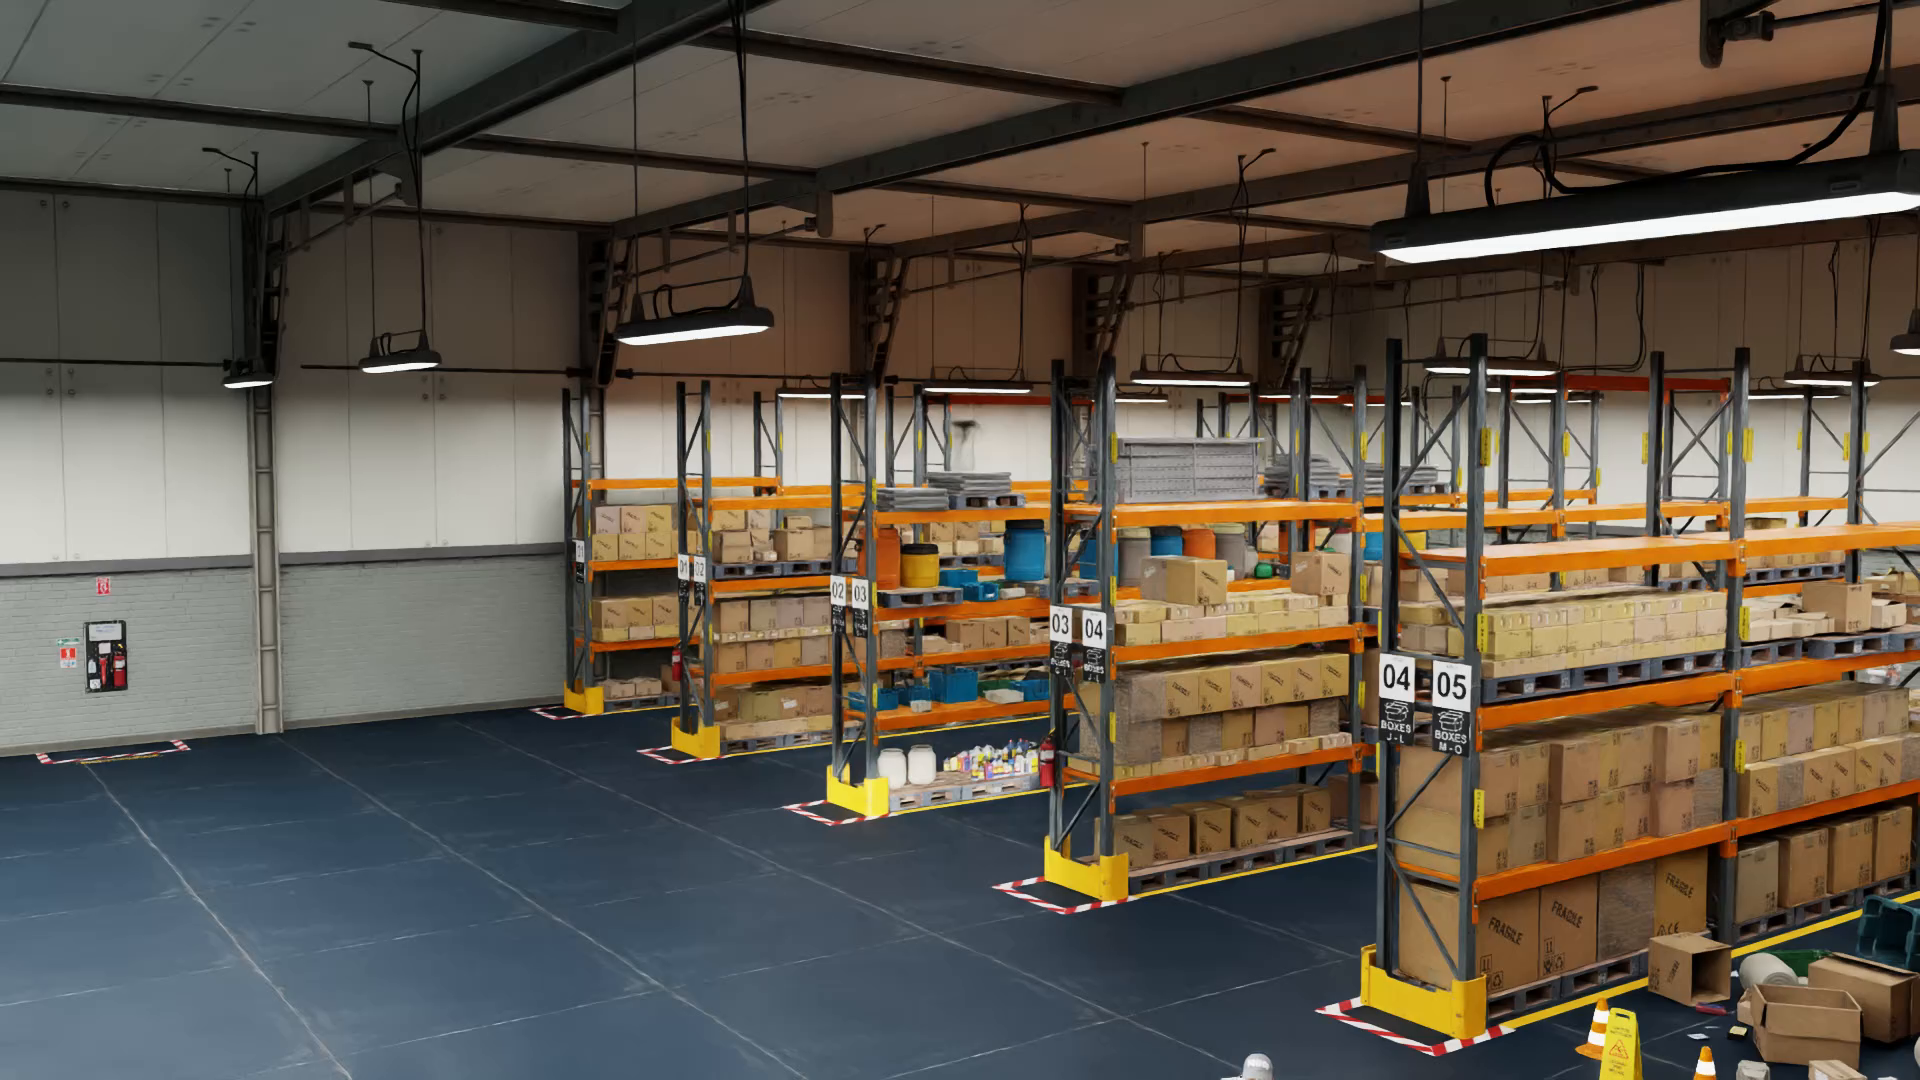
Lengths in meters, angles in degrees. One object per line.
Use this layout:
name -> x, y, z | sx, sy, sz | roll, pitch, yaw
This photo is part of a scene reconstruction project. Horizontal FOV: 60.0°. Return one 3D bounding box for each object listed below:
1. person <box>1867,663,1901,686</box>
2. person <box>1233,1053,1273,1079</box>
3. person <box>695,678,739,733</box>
person -> 15.550, 2.529, 28.008 | 0.700, 1.819, 0.962 | 0, 4, 2
person -> 1.753, 3.757, 9.831 | 0.596, 1.598, 0.700 | 1, 4, 11
person -> -4.225, 2.459, 28.704 | 0.837, 1.759, 0.650 | -3, 5, -40
